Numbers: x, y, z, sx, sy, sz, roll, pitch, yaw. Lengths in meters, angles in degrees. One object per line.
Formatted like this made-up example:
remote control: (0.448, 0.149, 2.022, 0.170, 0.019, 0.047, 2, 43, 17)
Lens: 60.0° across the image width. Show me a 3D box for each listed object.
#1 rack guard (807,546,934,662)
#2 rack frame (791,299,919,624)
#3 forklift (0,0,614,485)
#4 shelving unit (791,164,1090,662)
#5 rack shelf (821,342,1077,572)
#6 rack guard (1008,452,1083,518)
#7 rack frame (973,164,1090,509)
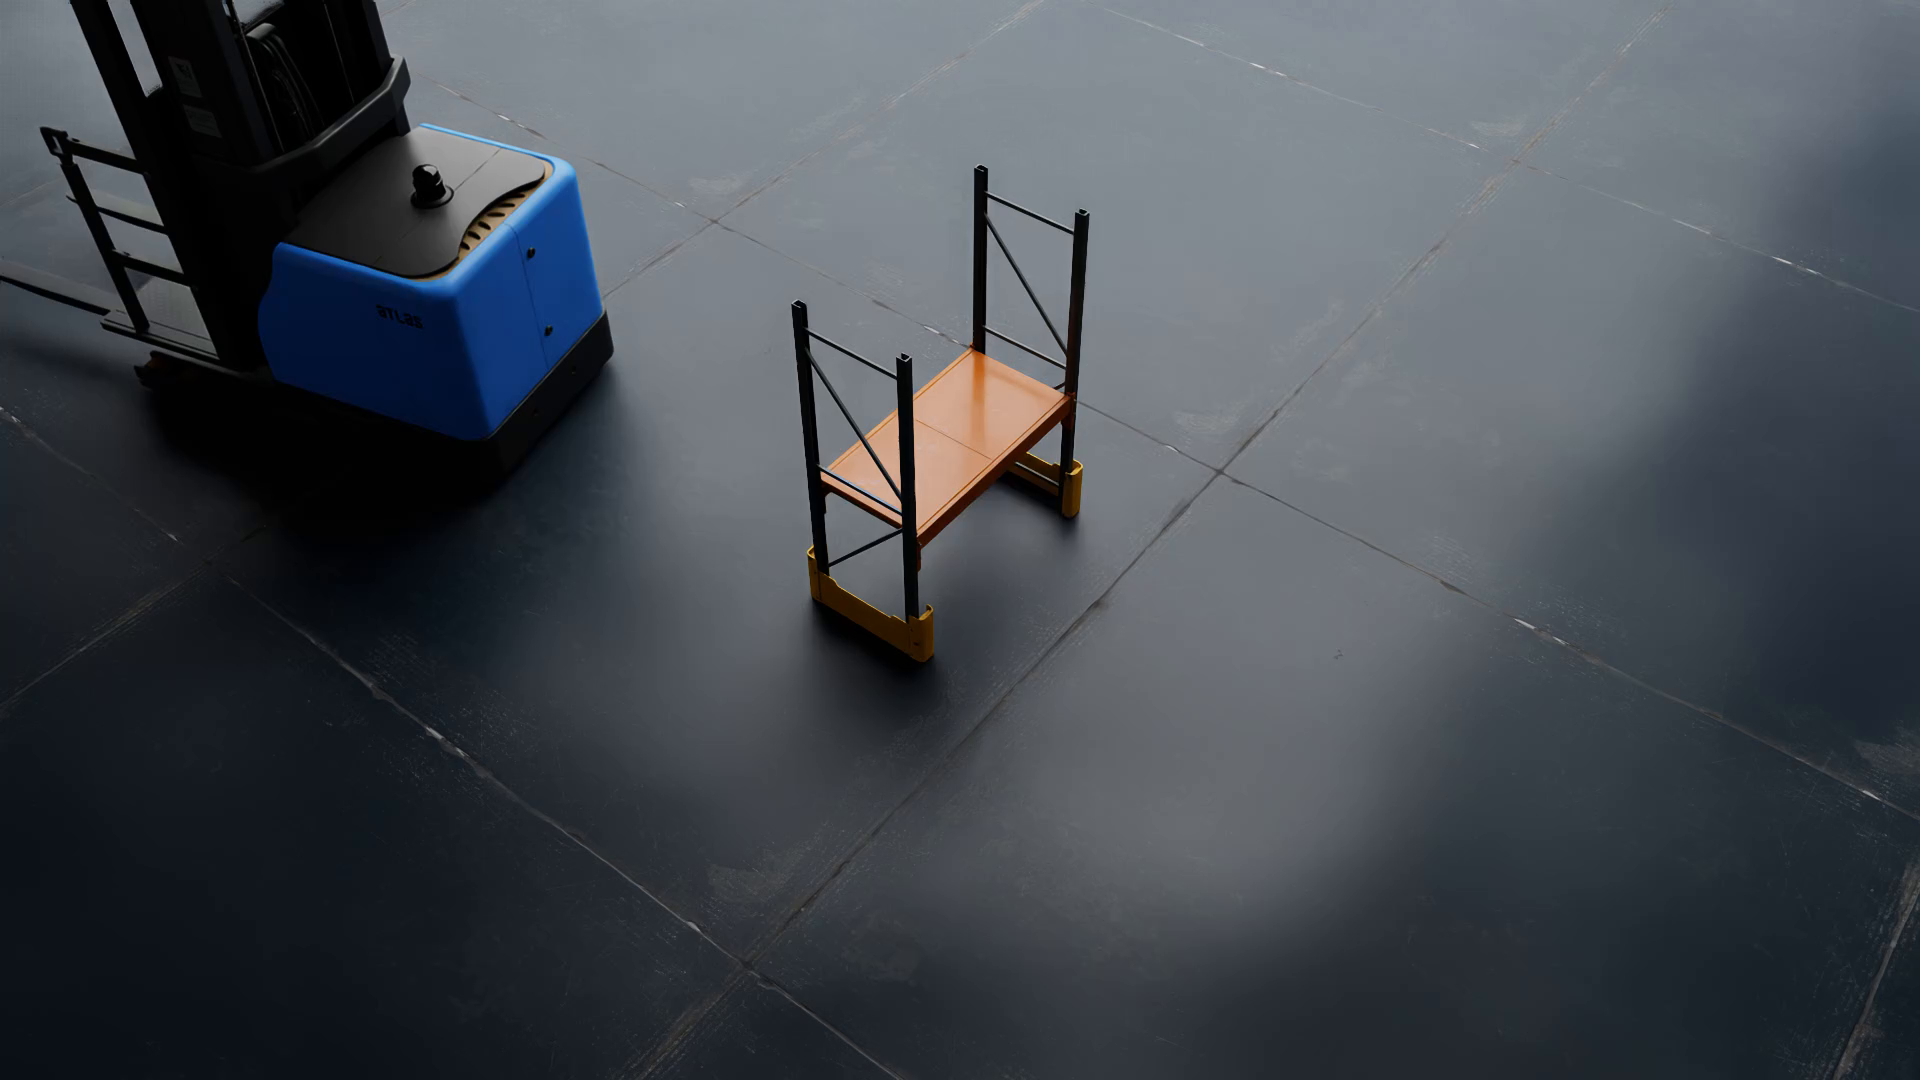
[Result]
rack guard: (-0.351, 0.242, 6.510, 0.587, 0.250, 0.087, 29, 53, 25)
rack frame: (-0.363, -0.178, 6.048, 0.500, 1.500, 0.032, 29, 53, 25)
forklift: (-3.156, -1.953, 6.754, 3.031, 2.935, 1.130, 17, 49, 16)
shelving unit: (-0.047, -0.474, 6.331, 0.587, 1.500, 1.083, 29, 53, 25)
rack shelf: (-0.052, -0.345, 6.456, 0.538, 0.185, 1.000, 29, 53, 25)
rack guard: (0.258, -0.328, 7.055, 0.587, 0.250, 0.087, 29, 53, 25)
rack frame: (0.259, -0.760, 6.604, 0.500, 1.500, 0.032, 29, 53, 25)
